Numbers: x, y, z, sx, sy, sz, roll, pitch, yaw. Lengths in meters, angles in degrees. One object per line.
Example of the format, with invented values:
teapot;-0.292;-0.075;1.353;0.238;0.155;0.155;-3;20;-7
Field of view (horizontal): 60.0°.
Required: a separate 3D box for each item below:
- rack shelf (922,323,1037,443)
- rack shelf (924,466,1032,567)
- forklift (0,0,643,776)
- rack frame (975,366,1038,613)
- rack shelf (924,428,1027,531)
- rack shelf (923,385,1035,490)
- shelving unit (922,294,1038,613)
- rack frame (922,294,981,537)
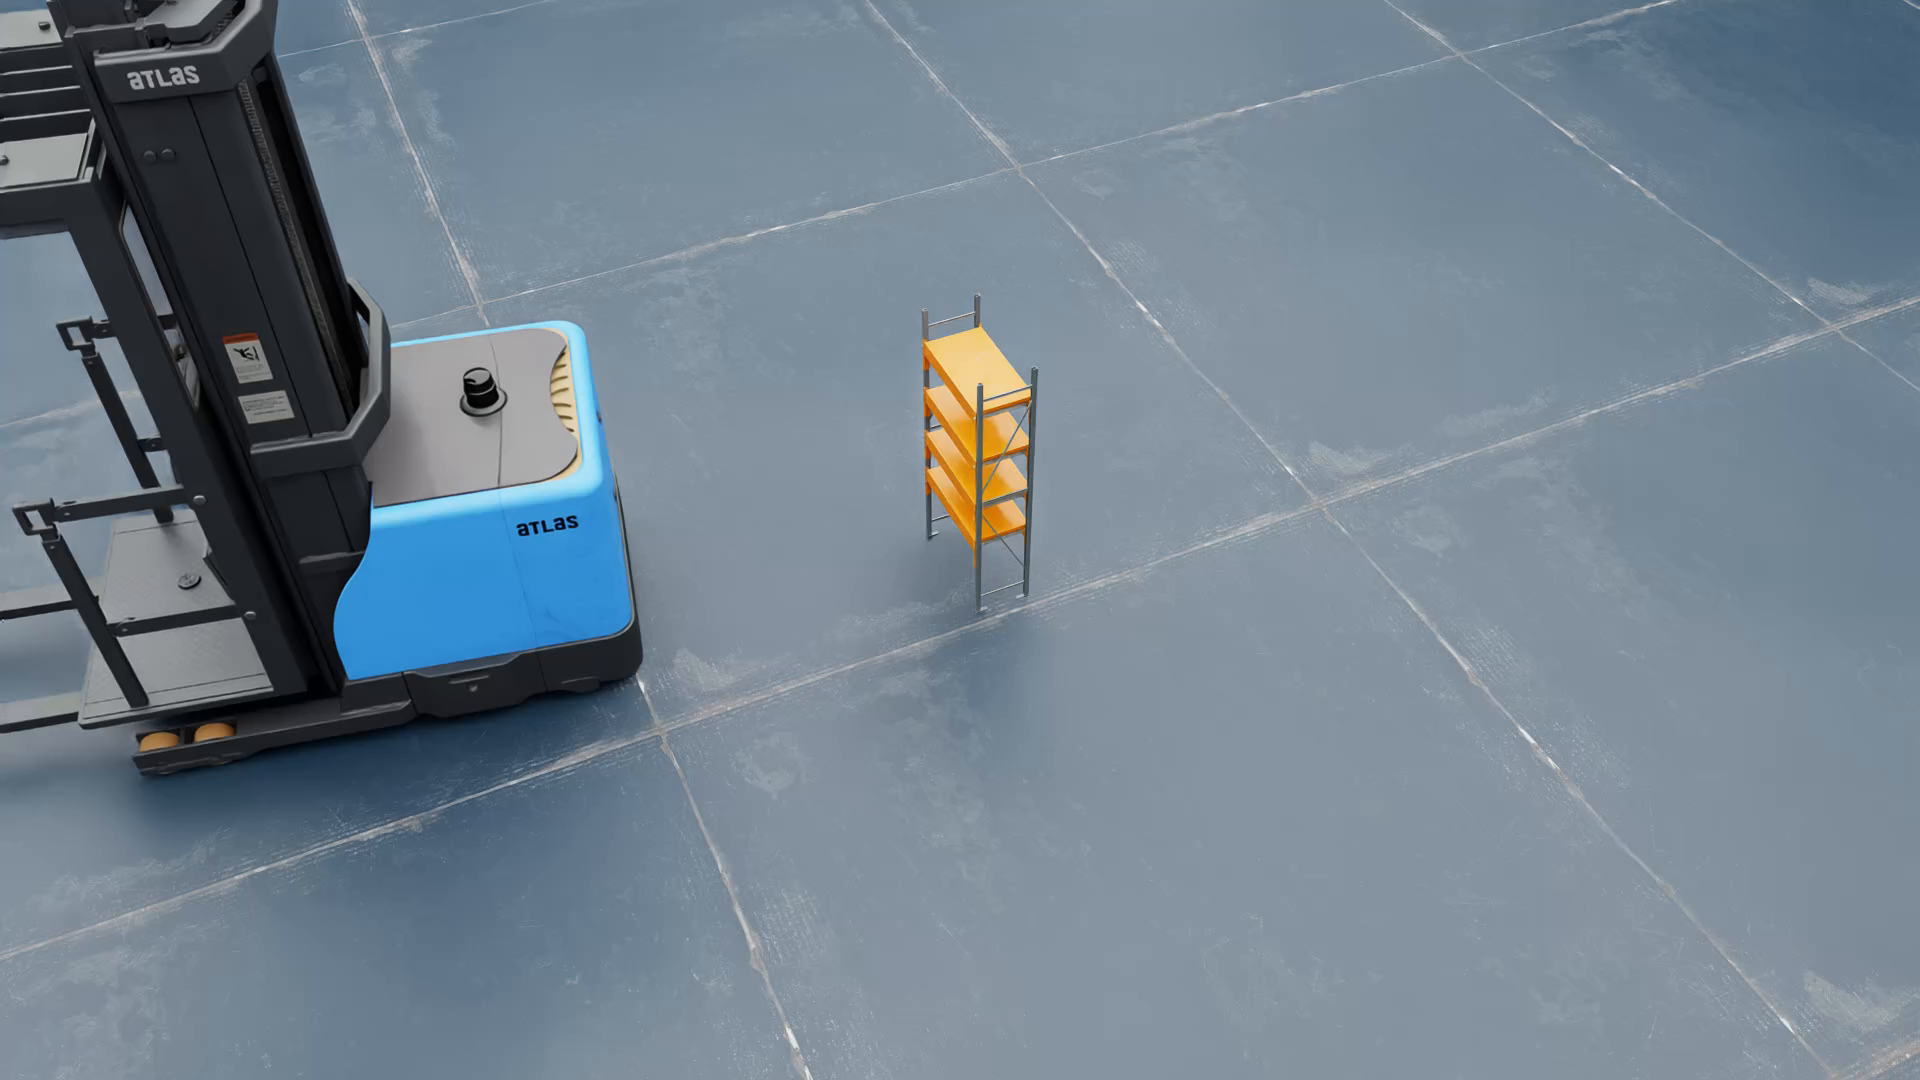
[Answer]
rack shelf;0.070;-0.601;6.315;0.258;0.148;0.480;-18;47;-17
rack shelf;0.070;-0.132;6.777;0.258;0.148;0.480;-18;47;-17
forklift;-2.820;-0.577;5.617;3.031;2.935;1.130;-10;45;-10
rack frame;0.172;-0.166;6.433;0.240;1.200;0.015;-18;47;-17
rack shelf;0.070;-0.274;6.638;0.258;0.148;0.480;-18;47;-17
rack shelf;0.070;-0.433;6.481;0.258;0.148;0.480;-18;47;-17
shelving unit;0.070;-0.322;6.591;0.258;1.200;0.503;-18;47;-17
rack frame;-0.033;-0.477;6.748;0.240;1.200;0.015;-18;47;-17
